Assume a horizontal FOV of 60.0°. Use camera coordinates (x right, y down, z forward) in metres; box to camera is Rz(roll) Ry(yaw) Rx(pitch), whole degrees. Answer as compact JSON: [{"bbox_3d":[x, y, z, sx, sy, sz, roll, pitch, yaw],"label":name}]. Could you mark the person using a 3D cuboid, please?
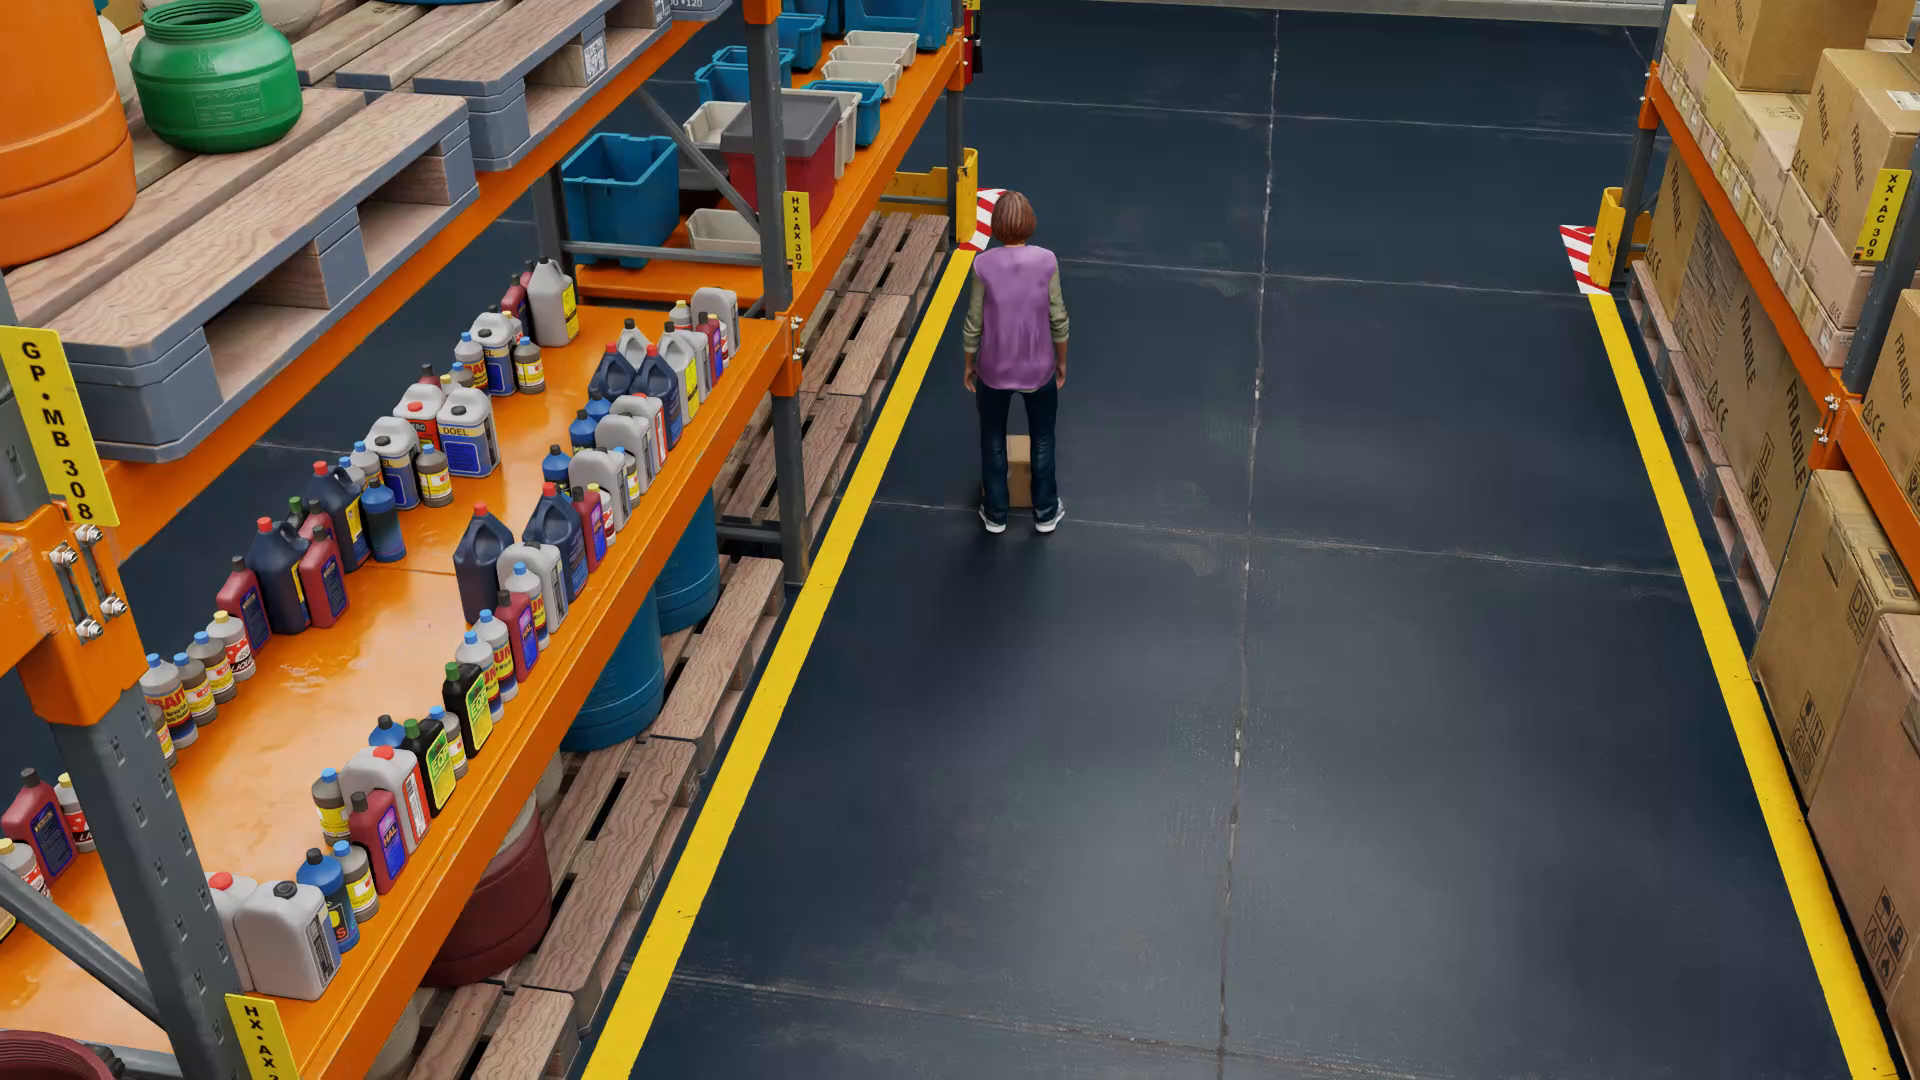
[{"bbox_3d":[0.249,-0.743,7.301,0.481,1.592,0.346,-1,33,-1],"label":"person"}]
